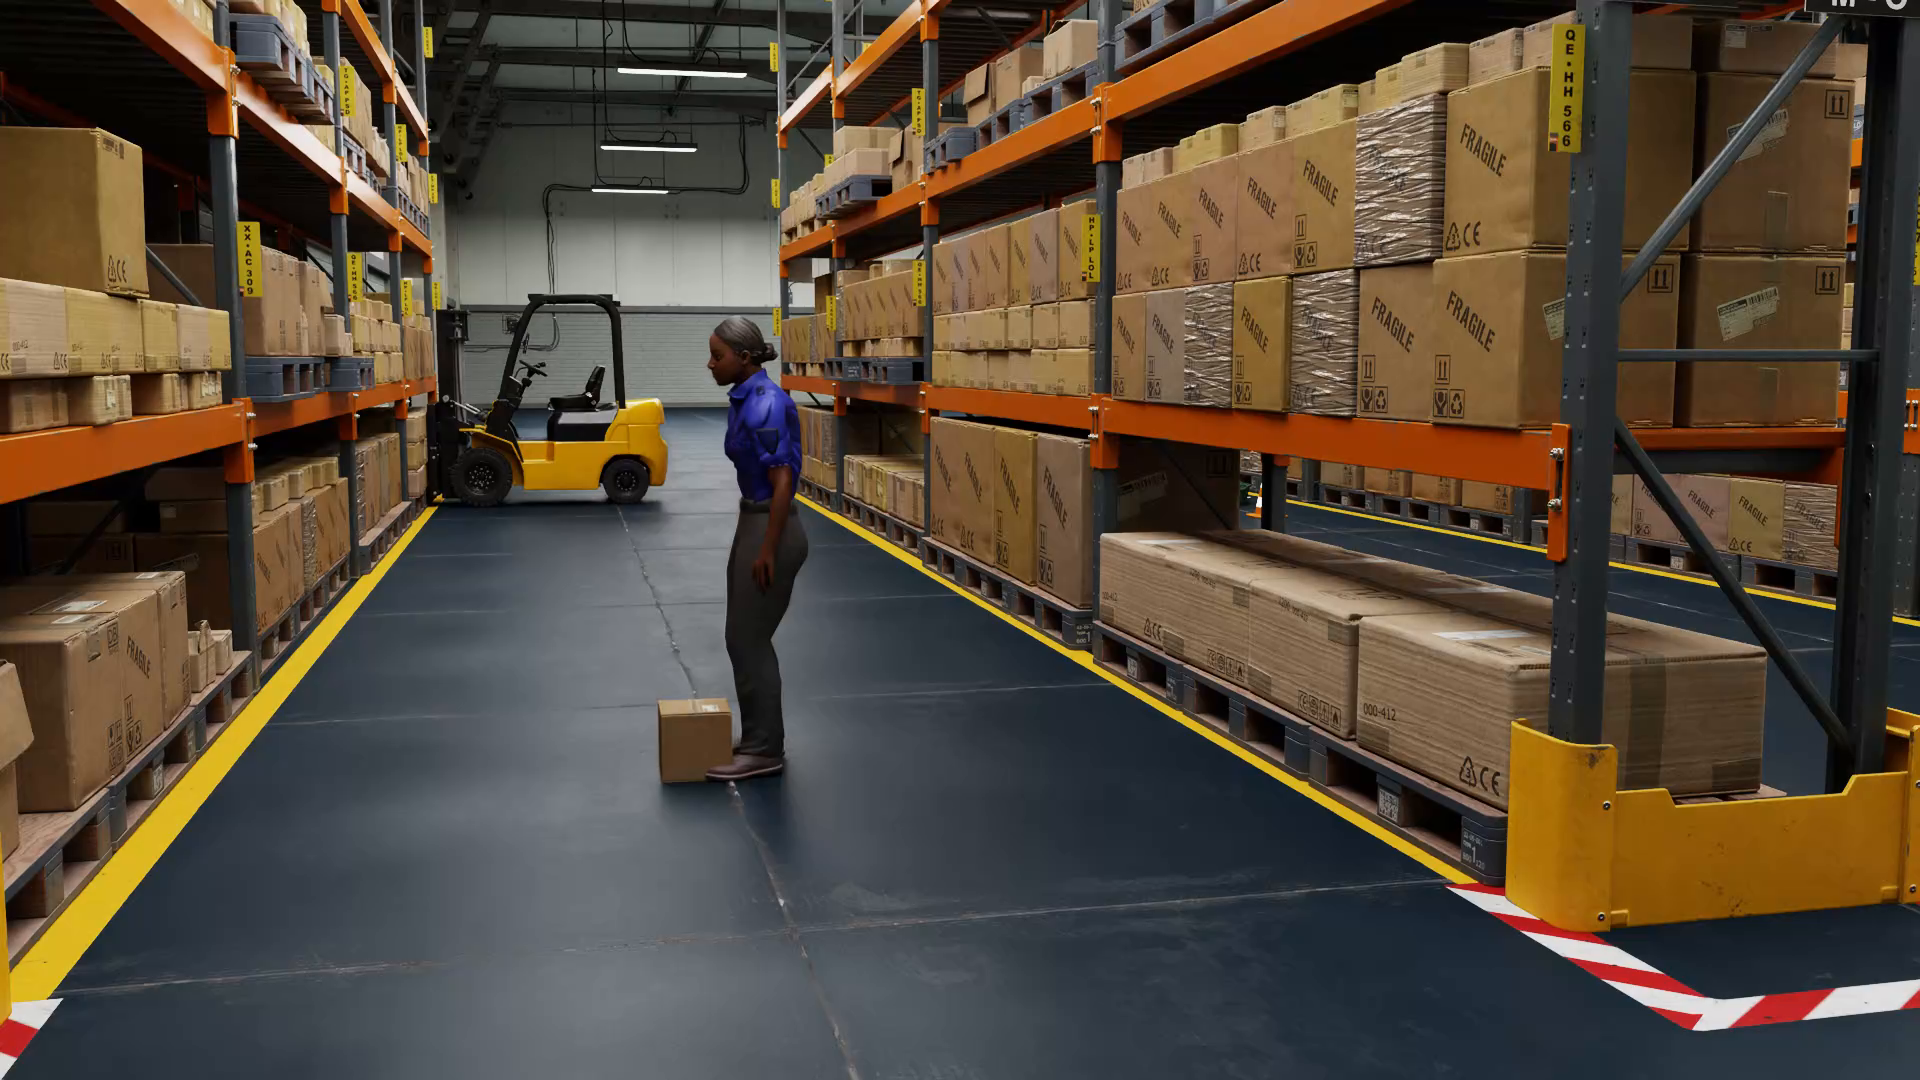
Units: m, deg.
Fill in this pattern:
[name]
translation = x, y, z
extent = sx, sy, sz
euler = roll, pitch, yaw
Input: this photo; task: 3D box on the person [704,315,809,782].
[person]
translation = -0.761, 0.021, 6.019
extent = 0.402, 1.653, 0.517
euler = -2, 6, -16
